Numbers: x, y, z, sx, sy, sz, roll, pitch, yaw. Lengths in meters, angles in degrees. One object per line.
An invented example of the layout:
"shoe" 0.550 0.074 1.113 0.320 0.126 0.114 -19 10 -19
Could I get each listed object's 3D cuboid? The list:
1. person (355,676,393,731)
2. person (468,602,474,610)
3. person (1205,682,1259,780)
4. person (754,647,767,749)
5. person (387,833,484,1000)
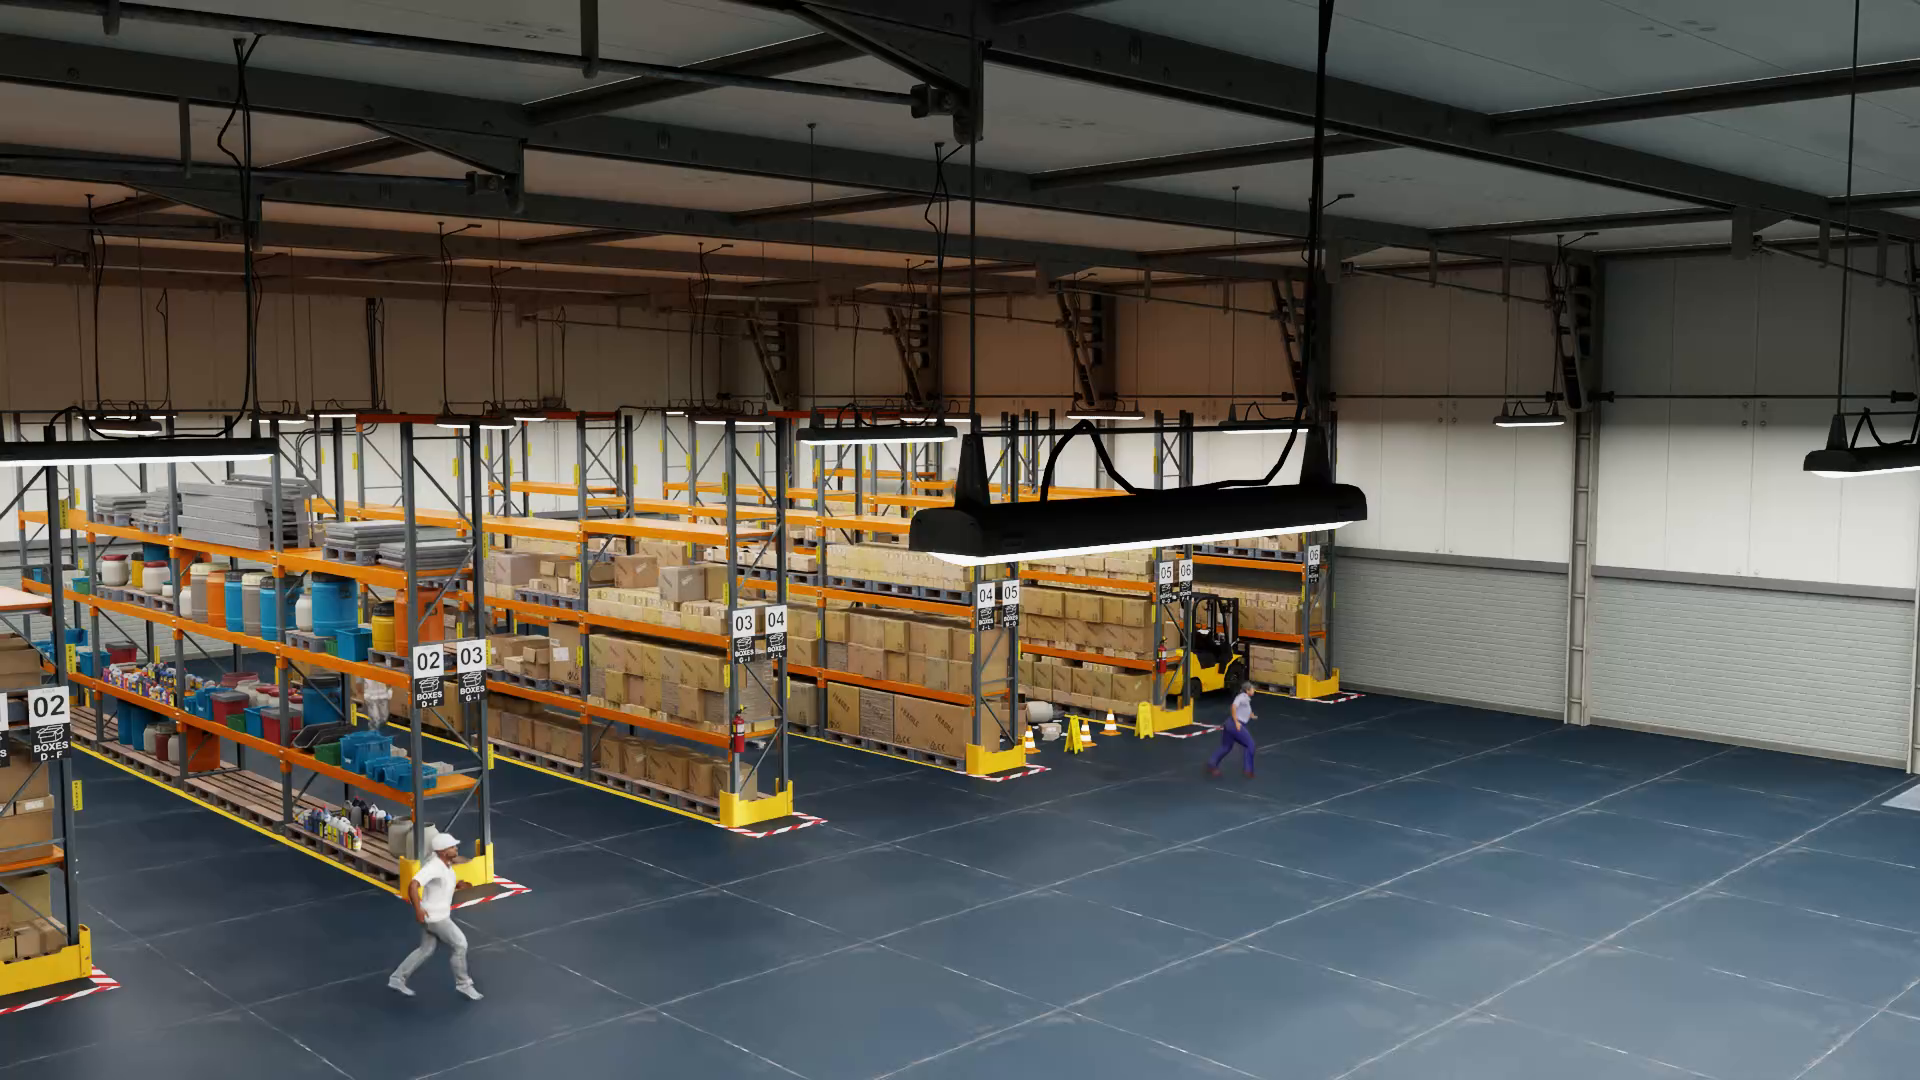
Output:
"person" -10.569 2.861 30.022 0.685 1.756 0.679 -4 6 -37
"person" -11.068 2.220 37.820 0.723 1.654 0.625 5 7 43
"person" 4.515 3.169 27.463 0.876 1.638 0.600 0 5 -1
"person" -3.765 2.814 30.136 0.705 1.802 1.046 -4 7 -42
"person" -5.483 3.952 17.328 0.957 1.802 0.729 -1 5 -14
